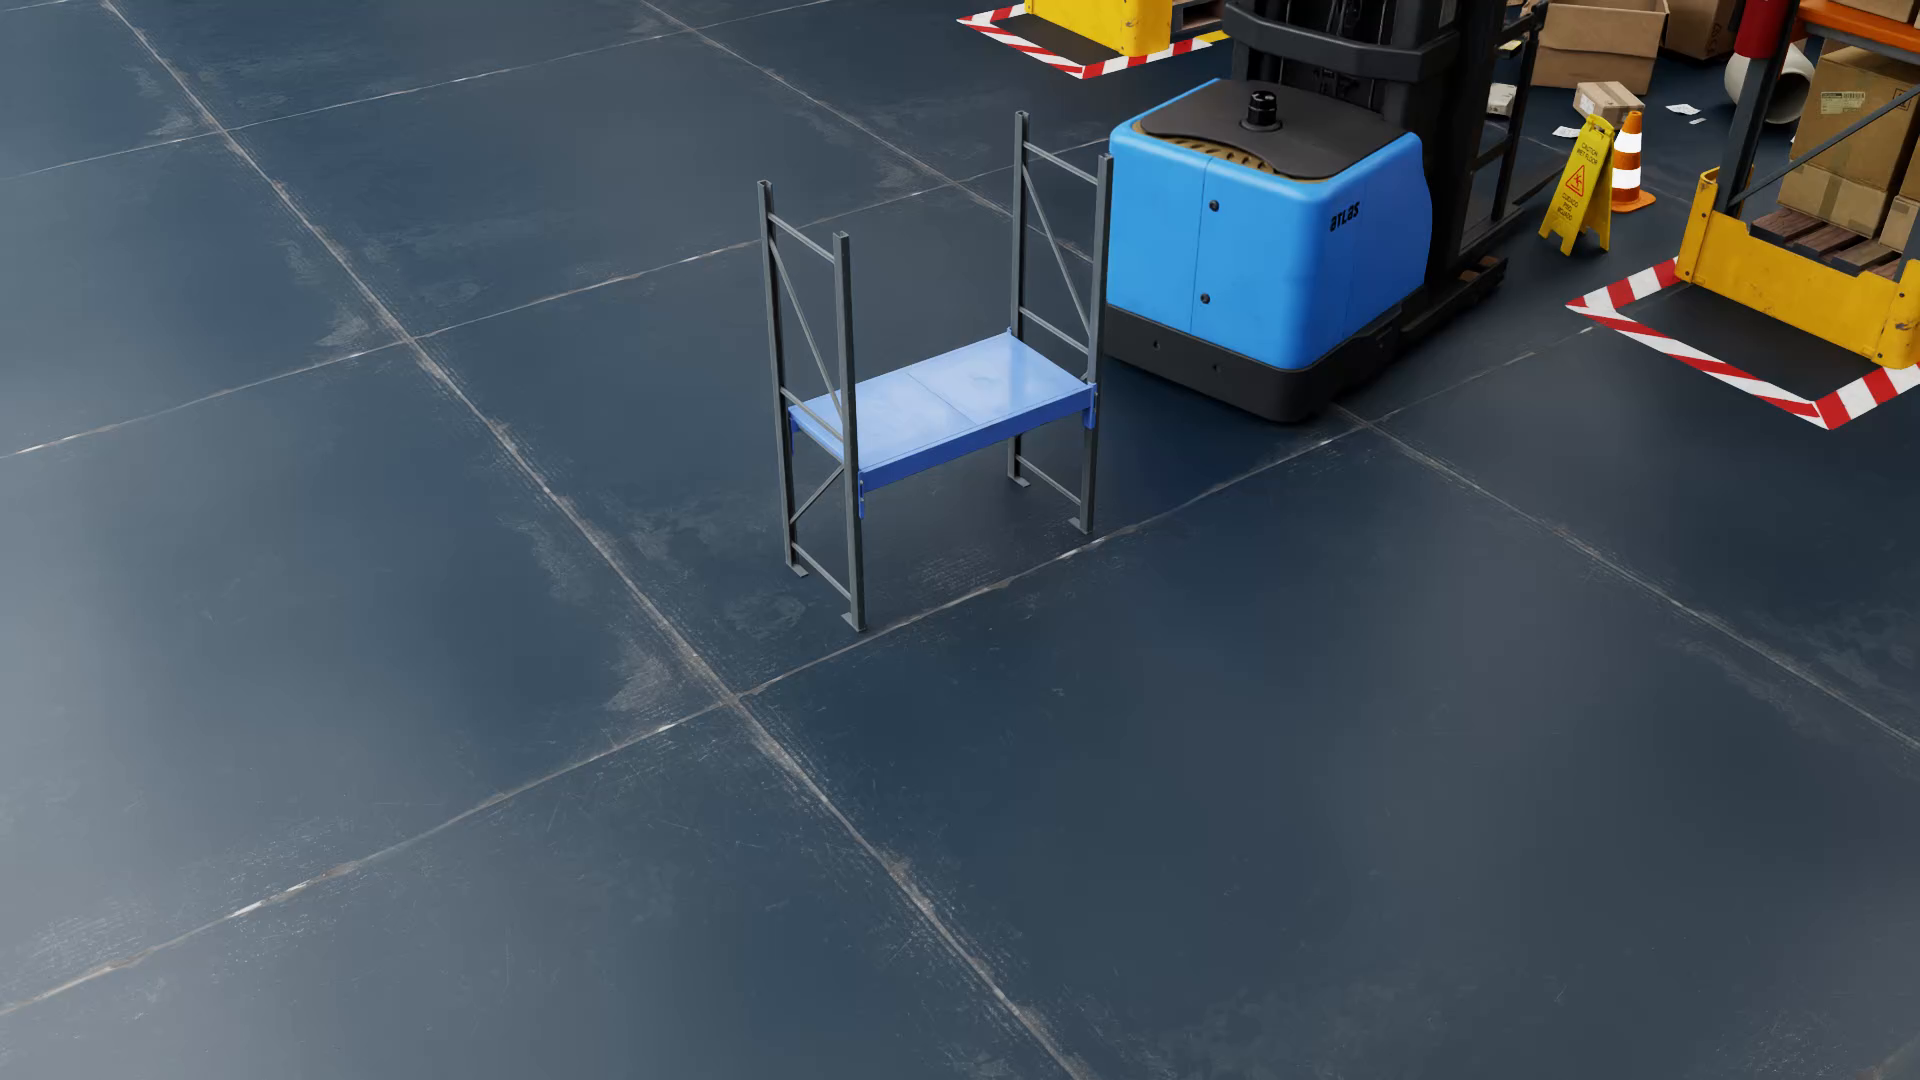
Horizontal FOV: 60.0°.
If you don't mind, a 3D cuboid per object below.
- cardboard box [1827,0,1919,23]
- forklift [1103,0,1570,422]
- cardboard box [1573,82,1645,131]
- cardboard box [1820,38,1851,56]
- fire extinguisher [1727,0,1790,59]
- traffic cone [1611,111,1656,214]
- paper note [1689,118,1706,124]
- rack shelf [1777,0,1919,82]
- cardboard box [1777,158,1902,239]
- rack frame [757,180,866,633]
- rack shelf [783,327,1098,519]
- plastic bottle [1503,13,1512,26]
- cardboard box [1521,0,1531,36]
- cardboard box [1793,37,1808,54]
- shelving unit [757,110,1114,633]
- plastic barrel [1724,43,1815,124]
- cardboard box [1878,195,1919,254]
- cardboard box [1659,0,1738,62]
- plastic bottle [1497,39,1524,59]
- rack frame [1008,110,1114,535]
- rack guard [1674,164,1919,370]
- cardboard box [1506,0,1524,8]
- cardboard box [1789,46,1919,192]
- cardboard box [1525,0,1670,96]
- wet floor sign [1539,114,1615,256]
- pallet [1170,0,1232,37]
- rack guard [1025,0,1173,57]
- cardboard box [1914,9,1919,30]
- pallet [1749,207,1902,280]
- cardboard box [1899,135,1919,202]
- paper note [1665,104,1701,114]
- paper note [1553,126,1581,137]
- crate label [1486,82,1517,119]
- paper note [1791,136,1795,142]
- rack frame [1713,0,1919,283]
[{"bbox_3d":[4.023,-2.387,7.215,0.250,0.149,0.380,-21,41,-26],"label":"cardboard box"},{"bbox_3d":[1.938,-2.454,7.152,1.130,2.935,3.031,27,44,32],"label":"forklift"},{"bbox_3d":[3.748,-2.508,9.610,0.250,0.149,0.380,-3,36,-4],"label":"cardboard box"},{"bbox_3d":[5.450,-2.882,9.826,0.500,0.500,0.500,3,36,4],"label":"cardboard box"},{"bbox_3d":[3.482,-2.411,7.099,0.183,0.674,0.296,-22,41,-28],"label":"fire extinguisher"},{"bbox_3d":[3.449,-1.991,8.622,0.334,0.463,0.336,-22,41,-28],"label":"traffic cone"},{"bbox_3d":[4.262,-2.421,9.607,0.123,0.001,0.032,-22,41,-28],"label":"paper note"},{"bbox_3d":[5.475,-2.642,7.970,4.000,0.370,1.077,-22,41,-28],"label":"rack shelf"},{"bbox_3d":[4.366,-1.723,8.073,0.500,0.250,0.500,-23,41,-28],"label":"cardboard box"},{"bbox_3d":[-0.485,-0.409,5.534,0.032,1.500,0.500,-22,41,-28],"label":"rack frame"},{"bbox_3d":[-0.070,-0.434,5.877,1.000,0.185,0.538,-22,41,-28],"label":"rack shelf"},{"bbox_3d":[3.524,-3.457,11.004,0.283,0.061,0.133,22,41,28],"label":"plastic bottle"},{"bbox_3d":[3.832,-3.368,10.705,0.258,0.266,0.396,-15,38,-20],"label":"cardboard box"},{"bbox_3d":[5.208,-3.247,10.537,0.258,0.266,0.396,9,37,12],"label":"cardboard box"},{"bbox_3d":[-0.070,-0.580,5.772,1.048,1.500,0.538,-22,41,-28],"label":"shelving unit"},{"bbox_3d":[4.657,-2.632,9.547,0.421,0.421,0.512,3,36,4],"label":"plastic barrel"},{"bbox_3d":[4.659,-1.454,7.699,0.500,0.250,0.500,-23,42,-28],"label":"cardboard box"},{"bbox_3d":[4.577,-3.420,10.458,0.503,0.637,0.797,-22,41,-28],"label":"cardboard box"},{"bbox_3d":[3.478,-3.125,10.543,0.133,0.061,0.283,22,41,28],"label":"plastic bottle"},{"bbox_3d":[0.346,-0.751,6.010,0.032,1.500,0.500,-22,41,-28],"label":"rack frame"},{"bbox_3d":[3.903,-1.272,7.590,0.348,0.500,1.175,-22,41,-28],"label":"rack guard"},{"bbox_3d":[3.498,-3.909,11.255,0.500,0.500,0.500,-15,38,-20],"label":"cardboard box"},{"bbox_3d":[4.345,-2.013,7.834,0.500,0.500,0.500,-22,41,-28],"label":"cardboard box"},{"bbox_3d":[3.818,-3.047,10.055,0.797,0.503,0.637,9,37,12],"label":"cardboard box"},{"bbox_3d":[3.069,-1.752,8.133,0.232,0.644,0.267,-9,37,-12],"label":"wet floor sign"},{"bbox_3d":[1.515,-3.764,11.302,1.213,0.211,1.003,-22,41,-28],"label":"pallet"},{"bbox_3d":[0.887,-3.566,10.781,0.348,0.500,1.175,-22,41,-28],"label":"rack guard"},{"bbox_3d":[4.237,-2.174,6.919,0.250,0.149,0.380,-22,41,-28],"label":"cardboard box"},{"bbox_3d":[4.587,-1.411,8.031,1.213,0.211,1.003,-22,41,-28],"label":"pallet"},{"bbox_3d":[4.678,-1.767,7.491,0.500,0.500,0.500,-24,42,-29],"label":"cardboard box"},{"bbox_3d":[4.247,-2.533,9.756,0.142,0.019,0.148,-9,37,-12],"label":"paper note"},{"bbox_3d":[3.467,-2.324,9.454,0.148,0.019,0.142,22,41,28],"label":"paper note"},{"bbox_3d":[3.138,-2.568,9.704,0.250,0.136,0.298,15,38,20],"label":"crate label"},{"bbox_3d":[4.749,-2.240,9.338,0.142,0.019,0.148,22,41,28],"label":"paper note"},{"bbox_3d":[3.841,-2.261,6.825,0.127,3.000,1.000,-22,41,-28],"label":"rack frame"}]
